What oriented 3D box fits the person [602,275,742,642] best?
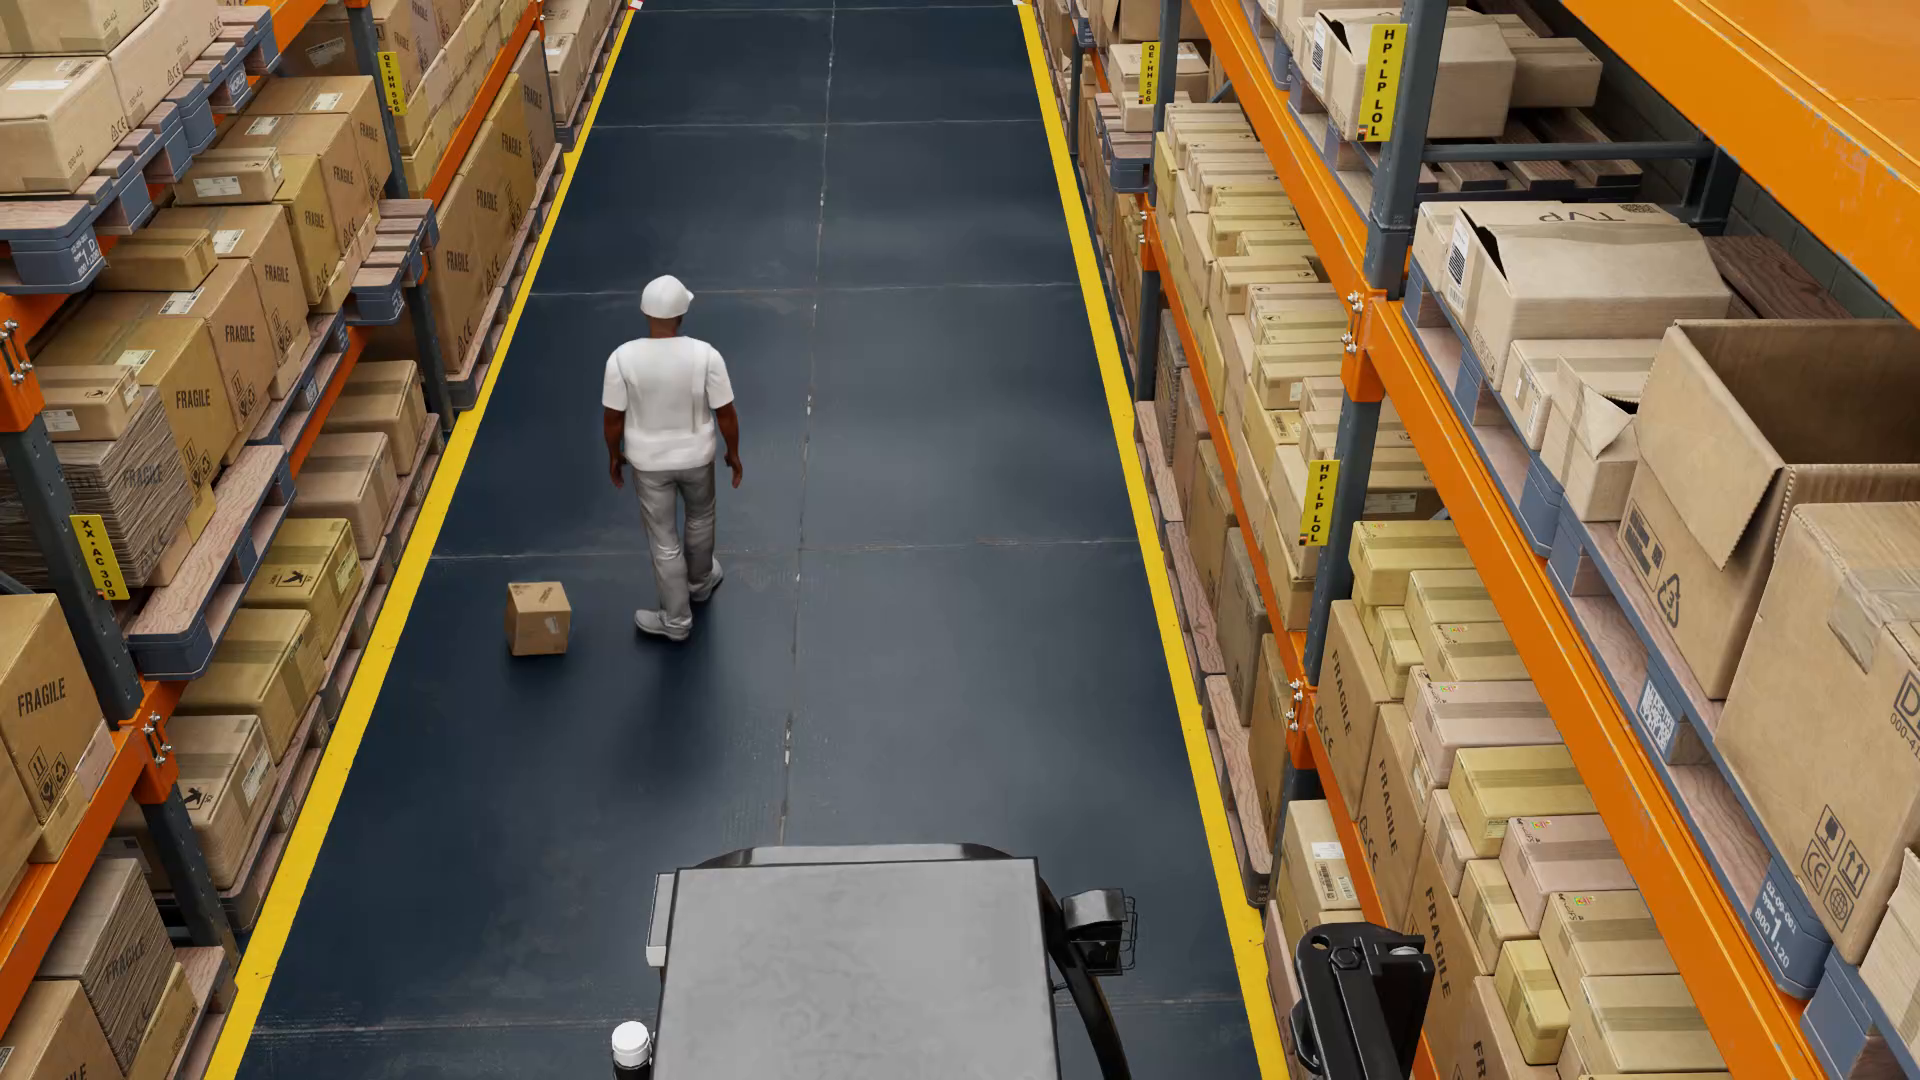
[{"bbox_3d":[-1.327,-0.385,7.734,0.608,1.759,0.611,-8,36,-12],"label":"person"}]
